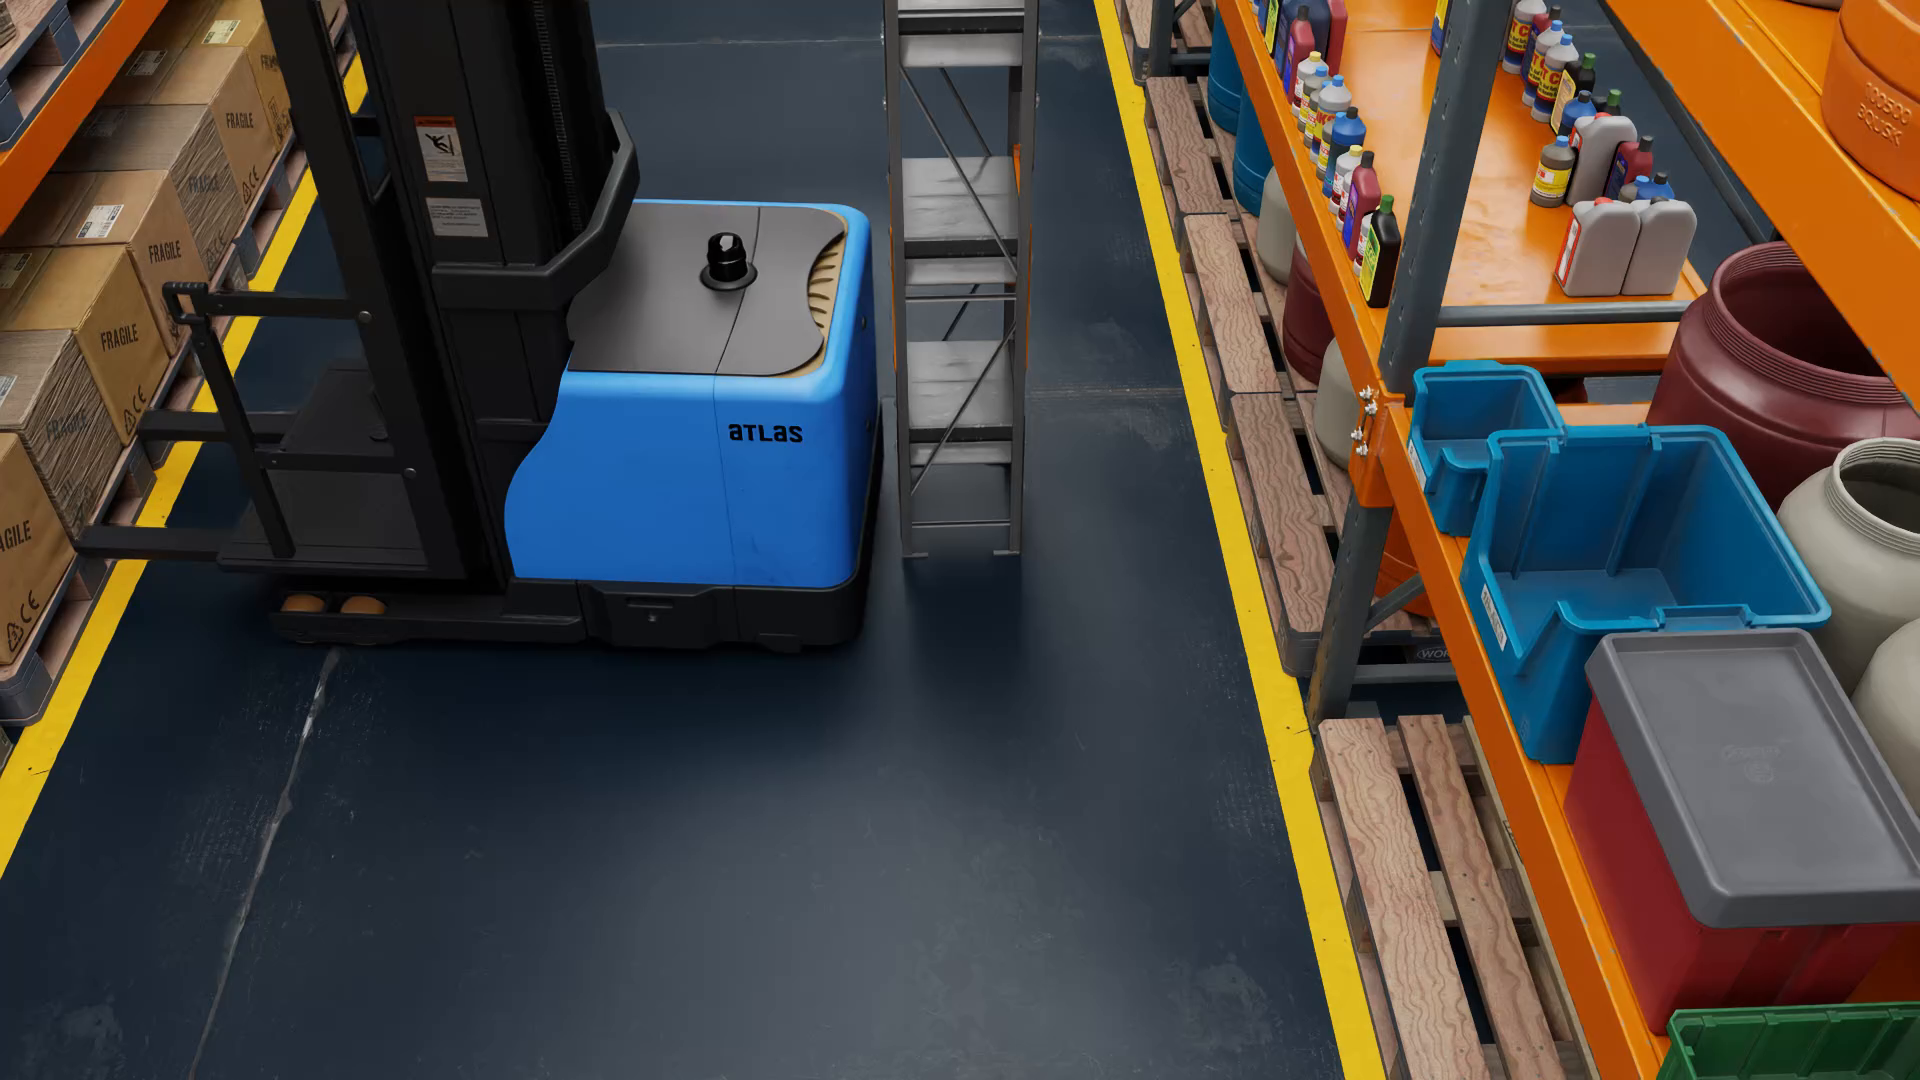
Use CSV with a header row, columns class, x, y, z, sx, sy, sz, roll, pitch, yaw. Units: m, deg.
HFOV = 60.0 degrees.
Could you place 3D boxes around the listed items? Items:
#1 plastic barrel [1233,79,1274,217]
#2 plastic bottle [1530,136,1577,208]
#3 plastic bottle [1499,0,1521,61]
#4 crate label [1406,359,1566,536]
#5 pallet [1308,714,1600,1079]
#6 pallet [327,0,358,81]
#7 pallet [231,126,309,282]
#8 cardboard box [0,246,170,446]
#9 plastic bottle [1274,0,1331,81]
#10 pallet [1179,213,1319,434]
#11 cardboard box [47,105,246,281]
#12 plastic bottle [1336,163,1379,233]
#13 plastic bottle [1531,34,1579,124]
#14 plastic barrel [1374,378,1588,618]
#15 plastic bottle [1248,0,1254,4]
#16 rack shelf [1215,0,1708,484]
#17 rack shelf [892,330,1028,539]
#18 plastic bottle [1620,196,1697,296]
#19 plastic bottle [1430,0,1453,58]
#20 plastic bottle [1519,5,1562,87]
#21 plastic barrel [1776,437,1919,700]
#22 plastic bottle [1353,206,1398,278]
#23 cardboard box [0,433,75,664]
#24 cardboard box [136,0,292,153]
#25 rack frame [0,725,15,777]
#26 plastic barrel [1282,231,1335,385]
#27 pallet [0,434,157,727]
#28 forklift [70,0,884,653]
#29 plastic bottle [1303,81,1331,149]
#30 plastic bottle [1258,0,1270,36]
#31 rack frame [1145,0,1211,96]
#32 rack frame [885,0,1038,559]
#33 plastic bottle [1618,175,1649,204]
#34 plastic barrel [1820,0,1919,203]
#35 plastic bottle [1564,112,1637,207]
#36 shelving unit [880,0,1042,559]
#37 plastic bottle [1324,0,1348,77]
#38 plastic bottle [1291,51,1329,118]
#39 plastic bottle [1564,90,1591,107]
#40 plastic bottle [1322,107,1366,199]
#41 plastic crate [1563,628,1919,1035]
class,x,y,z,sx,sy,sz,roll,pitch,yaw
plastic barrel,1.442,-1.794,6.729,0.600,0.901,0.708,-2,43,-2
plastic bottle,1.737,-1.082,4.858,0.097,0.201,0.097,0,43,0
plastic bottle,1.822,-1.750,5.531,0.152,0.276,0.135,-2,43,-2
crate label,1.219,-0.201,3.874,0.303,0.233,0.416,-2,43,-2
pallet,1.570,0.994,4.509,1.003,0.211,1.213,-2,43,-2
pallet,-3.571,-2.555,8.381,1.003,0.211,1.213,-2,43,-2
pallet,-3.471,-1.543,7.277,1.003,0.211,1.213,-2,43,-2
cardboard box,-3.151,-0.667,5.782,0.500,0.500,0.500,-2,43,-2
plastic bottle,1.119,-1.681,5.401,0.144,0.351,0.185,-2,43,-2
pallet,1.452,-0.883,6.557,1.003,0.211,1.213,-2,43,-2
cardboard box,-3.202,-1.362,6.541,0.500,0.500,0.500,-1,43,-1
plastic bottle,1.136,-0.980,4.746,0.097,0.201,0.097,0,43,0
plastic bottle,1.868,-1.449,5.207,0.097,0.271,0.097,0,43,0
plastic barrel,1.538,-0.243,5.090,0.600,0.830,0.708,-2,43,-2
plastic bottle,1.072,-2.027,5.837,0.097,0.271,0.097,0,43,0
rack shelf,1.491,-1.643,5.855,1.077,0.370,4.000,-2,43,-2
rack shelf,-0.007,-0.360,5.645,0.431,0.518,0.480,-2,43,-2
plastic bottle,1.881,-0.814,4.510,0.152,0.276,0.135,-2,43,-2
plastic bottle,1.673,-1.790,5.520,0.144,0.351,0.185,-2,43,-2
plastic bottle,1.877,-1.598,5.360,0.061,0.283,0.133,-2,43,-2
plastic barrel,1.833,0.089,3.350,0.421,0.512,0.421,0,43,0
plastic bottle,1.146,-0.824,4.576,0.097,0.201,0.097,0,43,0
cardboard box,-3.107,0.025,5.027,0.500,0.500,0.500,0,43,0
cardboard box,-3.236,-2.035,7.274,0.500,0.500,0.500,-2,43,-2
rack frame,-3.373,-0.419,3.987,1.000,3.000,0.127,-2,43,-2
plastic barrel,1.490,-0.916,6.003,0.600,0.588,0.708,-2,43,-2
pallet,-3.367,0.104,5.480,1.003,0.211,1.213,-2,43,-2
forklift,-1.807,-1.094,4.775,3.031,2.935,1.130,2,43,2
plastic bottle,1.116,-1.309,5.105,0.097,0.201,0.097,0,43,0
plastic bottle,1.105,-1.896,5.635,0.144,0.351,0.185,-2,43,-2
rack frame,1.406,-3.259,7.085,1.000,3.000,0.127,-2,43,-2
rack frame,0.003,-0.721,4.983,0.400,2.100,0.015,-2,43,-2
plastic bottle,1.899,-0.931,4.693,0.097,0.201,0.097,0,43,0
plastic barrel,1.422,-0.820,1.887,0.600,0.830,0.708,-2,43,-2
plastic bottle,1.861,-1.126,4.850,0.152,0.276,0.135,-2,43,-2
shelving unit,-0.007,-0.886,5.162,0.431,2.100,0.503,-2,43,-2
plastic bottle,1.220,-1.676,5.445,0.061,0.283,0.133,-2,43,-2
plastic bottle,1.107,-1.440,5.248,0.097,0.201,0.097,0,43,0
plastic bottle,1.878,-1.268,5.060,0.097,0.201,0.097,0,43,0
plastic bottle,1.128,-1.137,4.866,0.097,0.271,0.097,0,43,0
plastic crate,1.339,0.518,2.918,0.402,0.464,0.583,-2,43,-2
